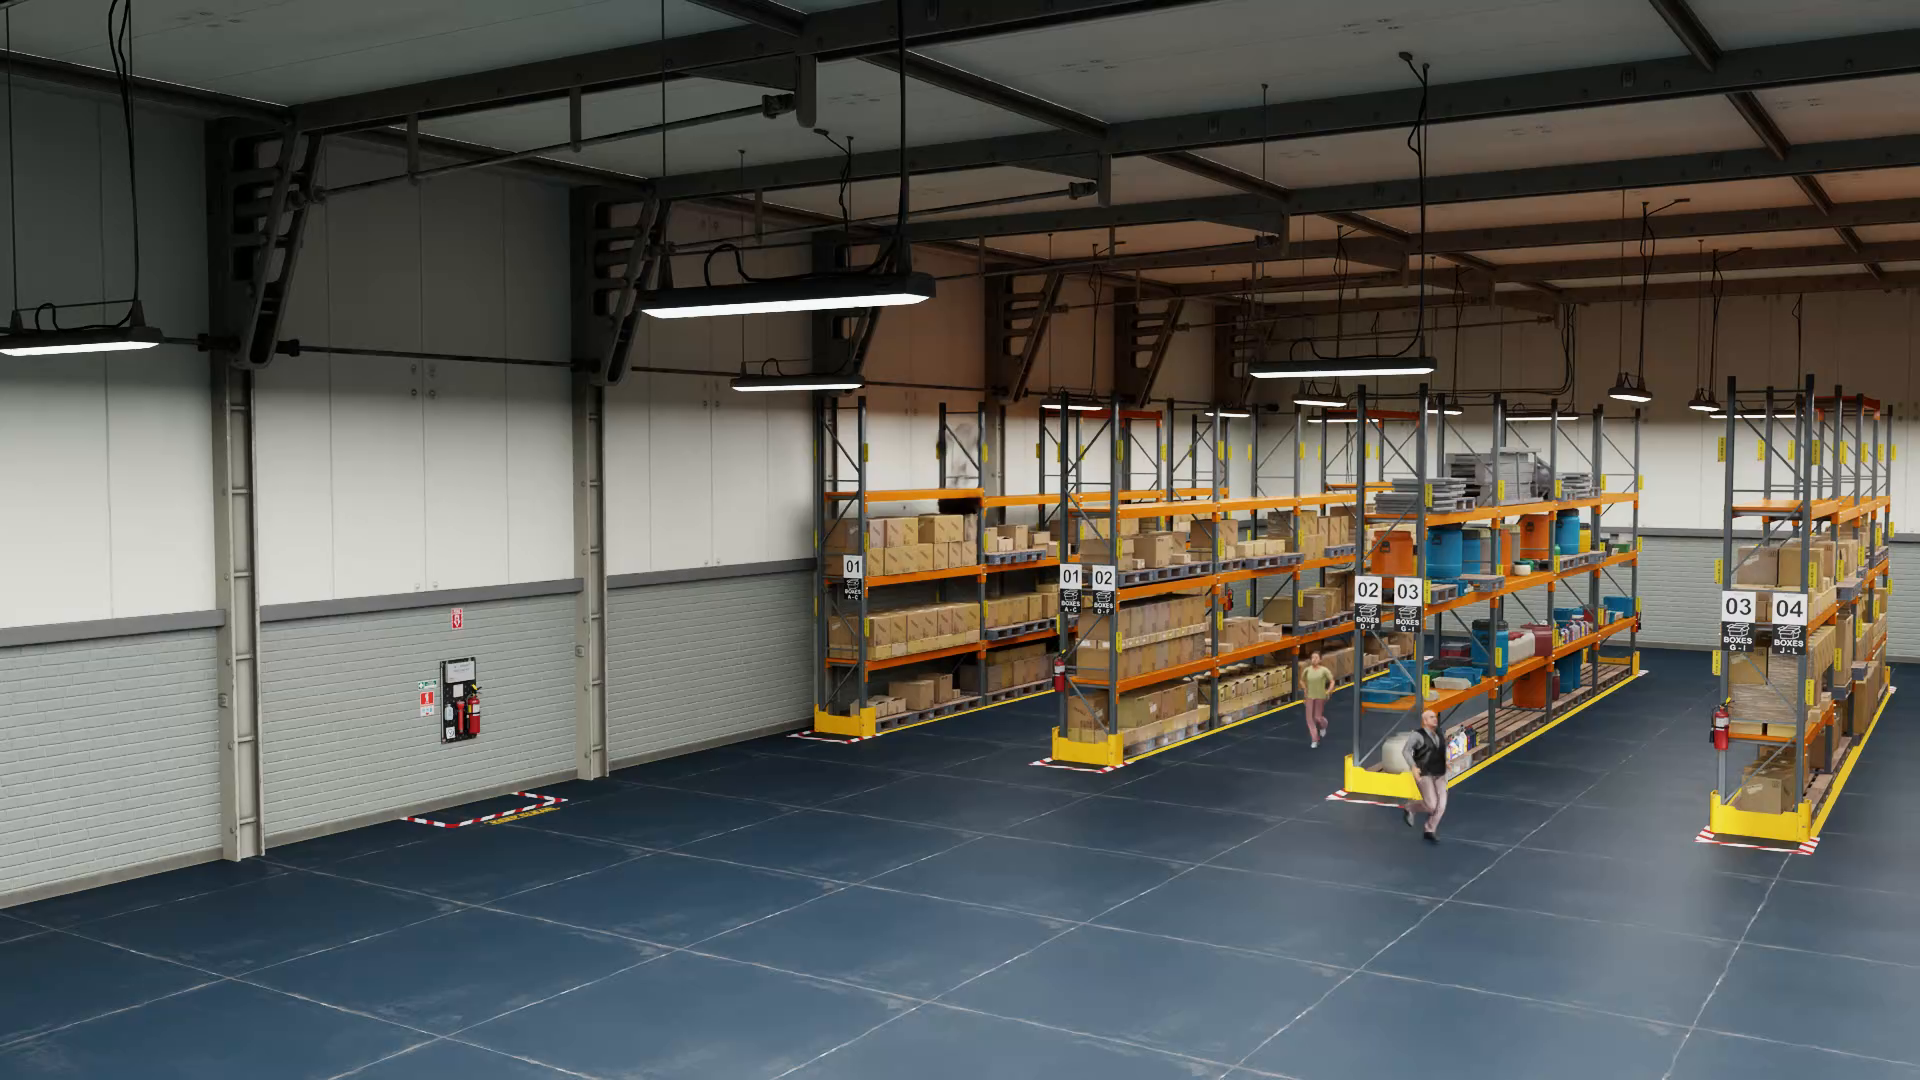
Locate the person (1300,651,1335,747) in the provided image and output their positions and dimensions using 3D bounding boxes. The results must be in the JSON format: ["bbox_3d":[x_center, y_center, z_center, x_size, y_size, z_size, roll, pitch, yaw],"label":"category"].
[{"bbox_3d":[6.081,2.708,28.386,0.582,1.629,0.566,1,3,26],"label":"person"}]

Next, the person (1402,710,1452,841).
[{"bbox_3d":[6.070,3.140,21.578,0.670,1.481,0.589,-1,3,-23],"label":"person"}]
